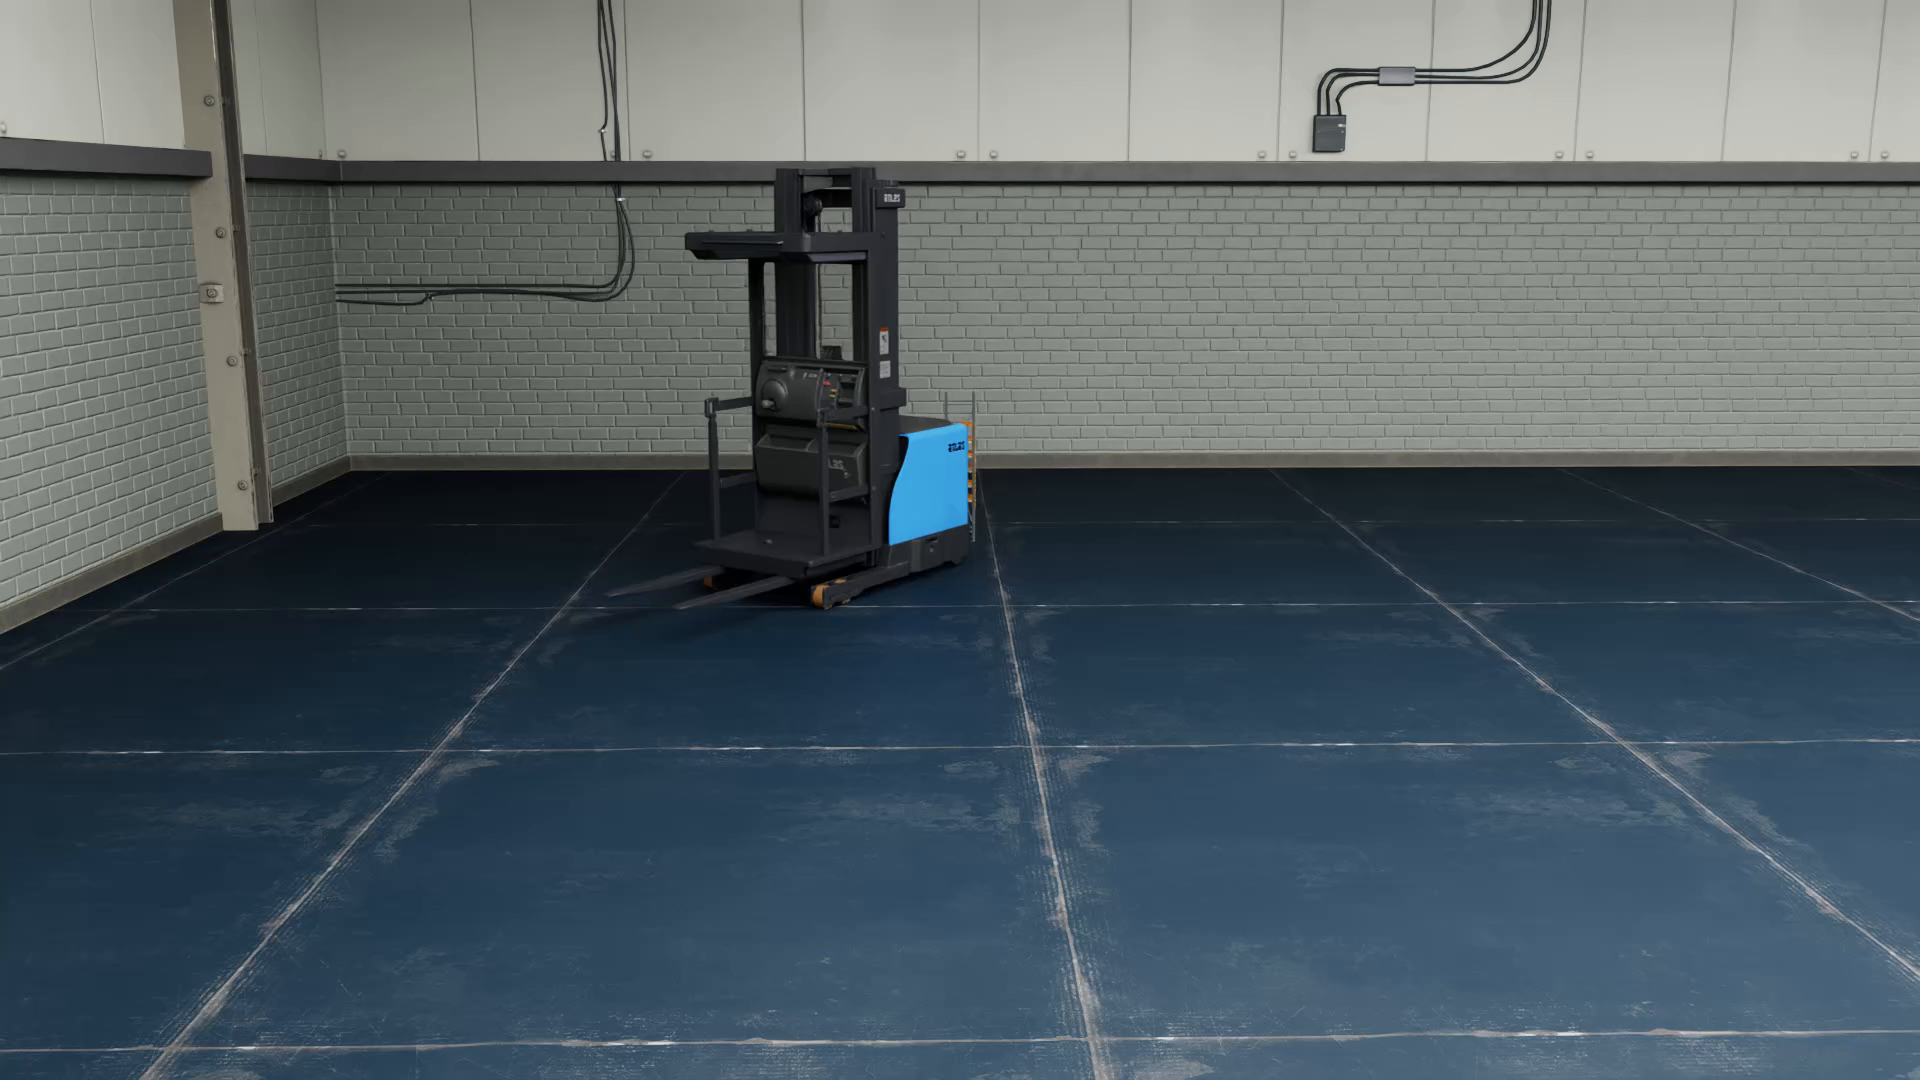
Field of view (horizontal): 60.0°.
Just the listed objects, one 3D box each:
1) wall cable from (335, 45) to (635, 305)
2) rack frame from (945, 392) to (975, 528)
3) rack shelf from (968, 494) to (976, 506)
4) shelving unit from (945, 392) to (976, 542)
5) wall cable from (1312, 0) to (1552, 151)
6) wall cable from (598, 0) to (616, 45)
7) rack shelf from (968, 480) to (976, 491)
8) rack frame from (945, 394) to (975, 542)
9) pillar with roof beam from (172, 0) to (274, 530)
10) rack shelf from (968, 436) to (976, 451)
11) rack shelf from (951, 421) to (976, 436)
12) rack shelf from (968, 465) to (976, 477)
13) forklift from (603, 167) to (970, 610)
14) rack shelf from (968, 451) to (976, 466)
[{"bbox_3d":[-4.810,-3.601,16.486,3.097,2.526,0.112,0,11,-1],"label":"wall cable"},{"bbox_3d":[-0.002,-0.609,13.544,0.240,1.200,0.006,0,11,-1],"label":"rack frame"},{"bbox_3d":[0.000,-0.312,13.511,0.258,0.103,0.180,0,11,-1],"label":"rack shelf"},{"bbox_3d":[0.000,-0.591,13.454,0.258,1.200,0.189,0,11,-1],"label":"shelving unit"},{"bbox_3d":[4.682,-6.825,16.015,2.305,6.003,0.169,0,11,-1],"label":"wall cable"},{"bbox_3d":[-2.105,-6.087,16.038,3.097,2.526,0.112,0,11,-1],"label":"wall cable"},{"bbox_3d":[0.000,-0.430,13.487,0.258,0.103,0.180,0,11,-1],"label":"rack shelf"},{"bbox_3d":[0.002,-0.573,13.364,0.240,1.200,0.006,0,11,-1],"label":"rack frame"},{"bbox_3d":[-1.767,-4.549,13.351,9.100,9.000,0.400,0,11,-1],"label":"pillar with roof beam"},{"bbox_3d":[0.000,-0.783,13.415,0.258,0.103,0.180,0,11,-1],"label":"rack shelf"},{"bbox_3d":[0.000,-0.900,13.391,0.258,0.103,0.180,0,11,-1],"label":"rack shelf"},{"bbox_3d":[0.000,-0.547,13.463,0.258,0.103,0.180,0,11,-1],"label":"rack shelf"},{"bbox_3d":[-1.171,-1.077,11.494,1.130,2.935,3.031,8,14,34],"label":"forklift"},{"bbox_3d":[0.000,-0.665,13.439,0.258,0.103,0.180,0,11,-1],"label":"rack shelf"}]
